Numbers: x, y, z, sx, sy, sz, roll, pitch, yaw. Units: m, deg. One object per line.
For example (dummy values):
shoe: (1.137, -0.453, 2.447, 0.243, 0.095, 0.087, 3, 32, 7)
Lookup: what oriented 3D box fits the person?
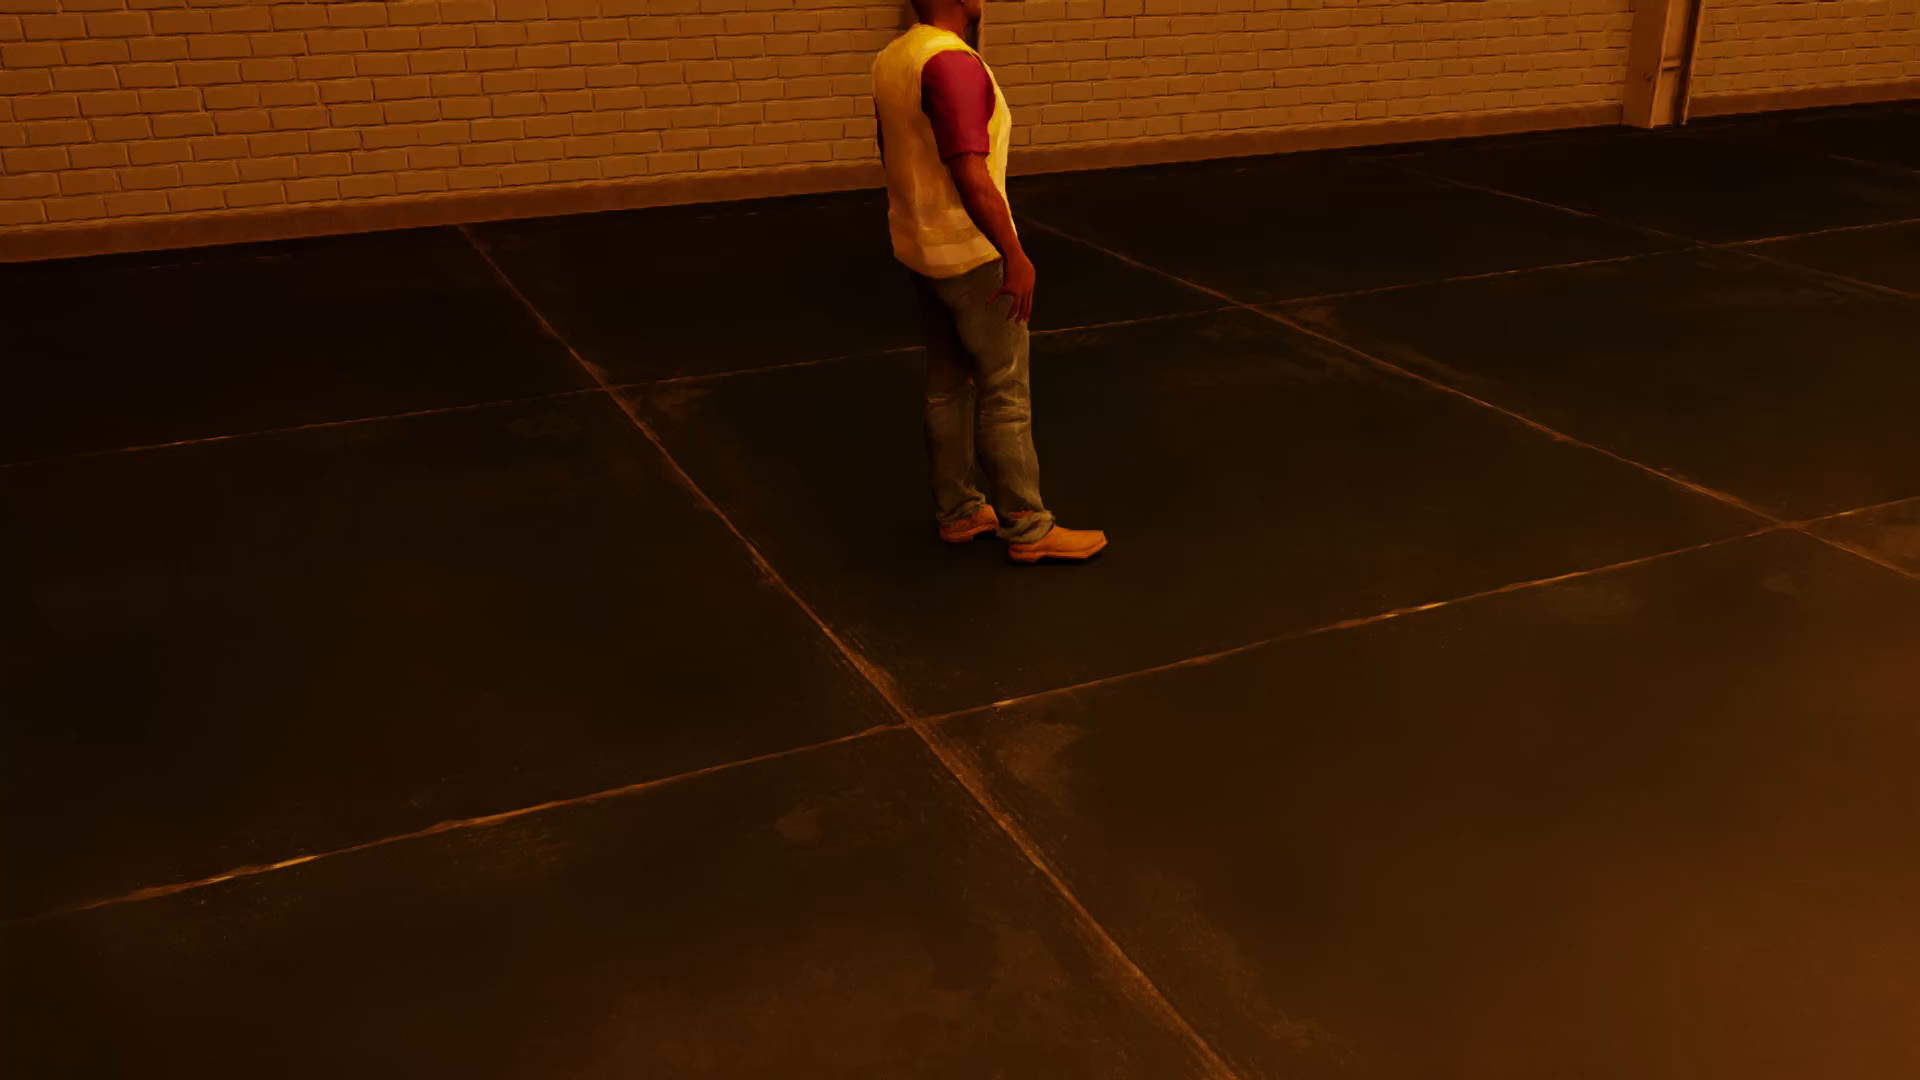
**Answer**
person: (0.065, -0.832, 4.788, 0.576, 1.766, 0.665, -10, 25, -23)
